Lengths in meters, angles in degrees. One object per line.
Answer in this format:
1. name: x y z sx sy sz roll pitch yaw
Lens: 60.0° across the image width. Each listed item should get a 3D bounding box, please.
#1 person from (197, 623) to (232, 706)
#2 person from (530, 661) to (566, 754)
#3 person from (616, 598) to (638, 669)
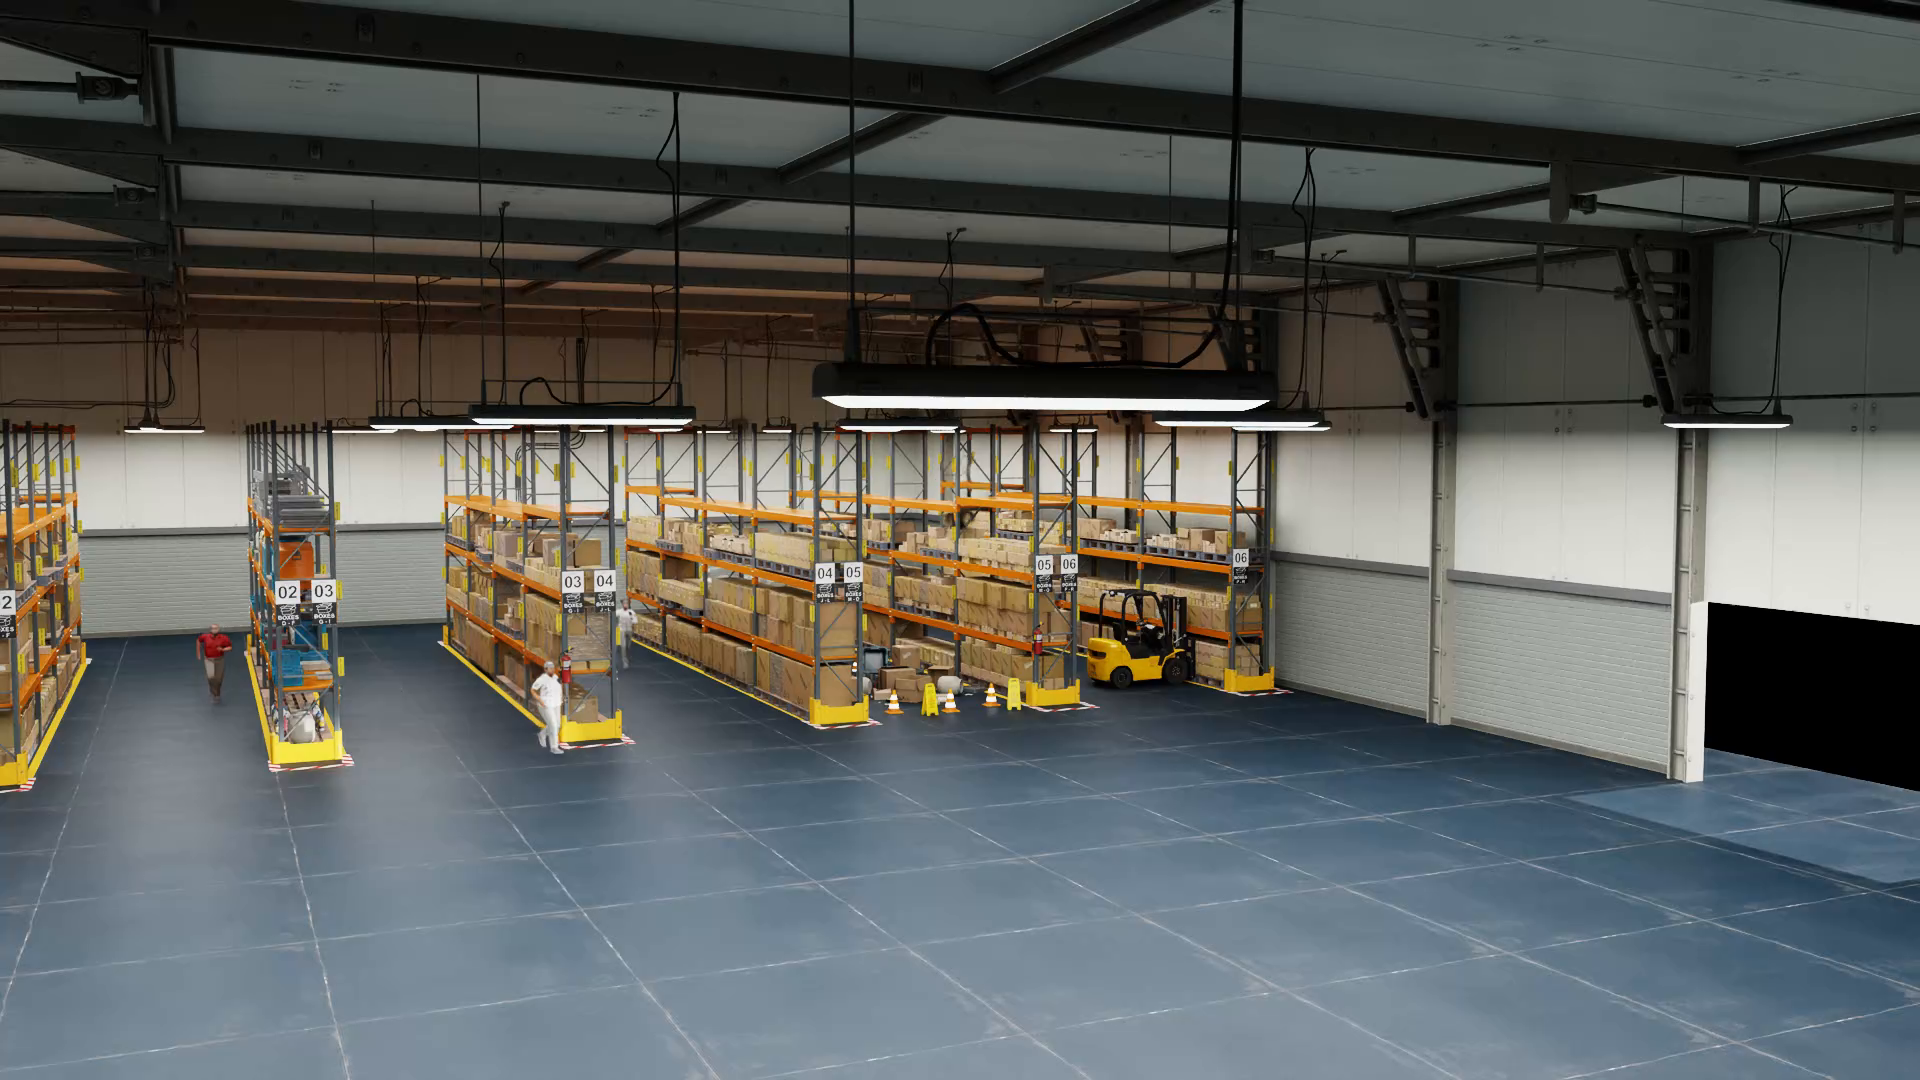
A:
1. person: -15.937 2.656 35.565 0.686 1.778 0.875 -2 4 -24
2. person: -7.449 3.017 30.097 0.756 1.655 0.635 2 4 33
3. person: -8.274 2.283 41.144 0.599 1.703 0.860 -2 4 -26
